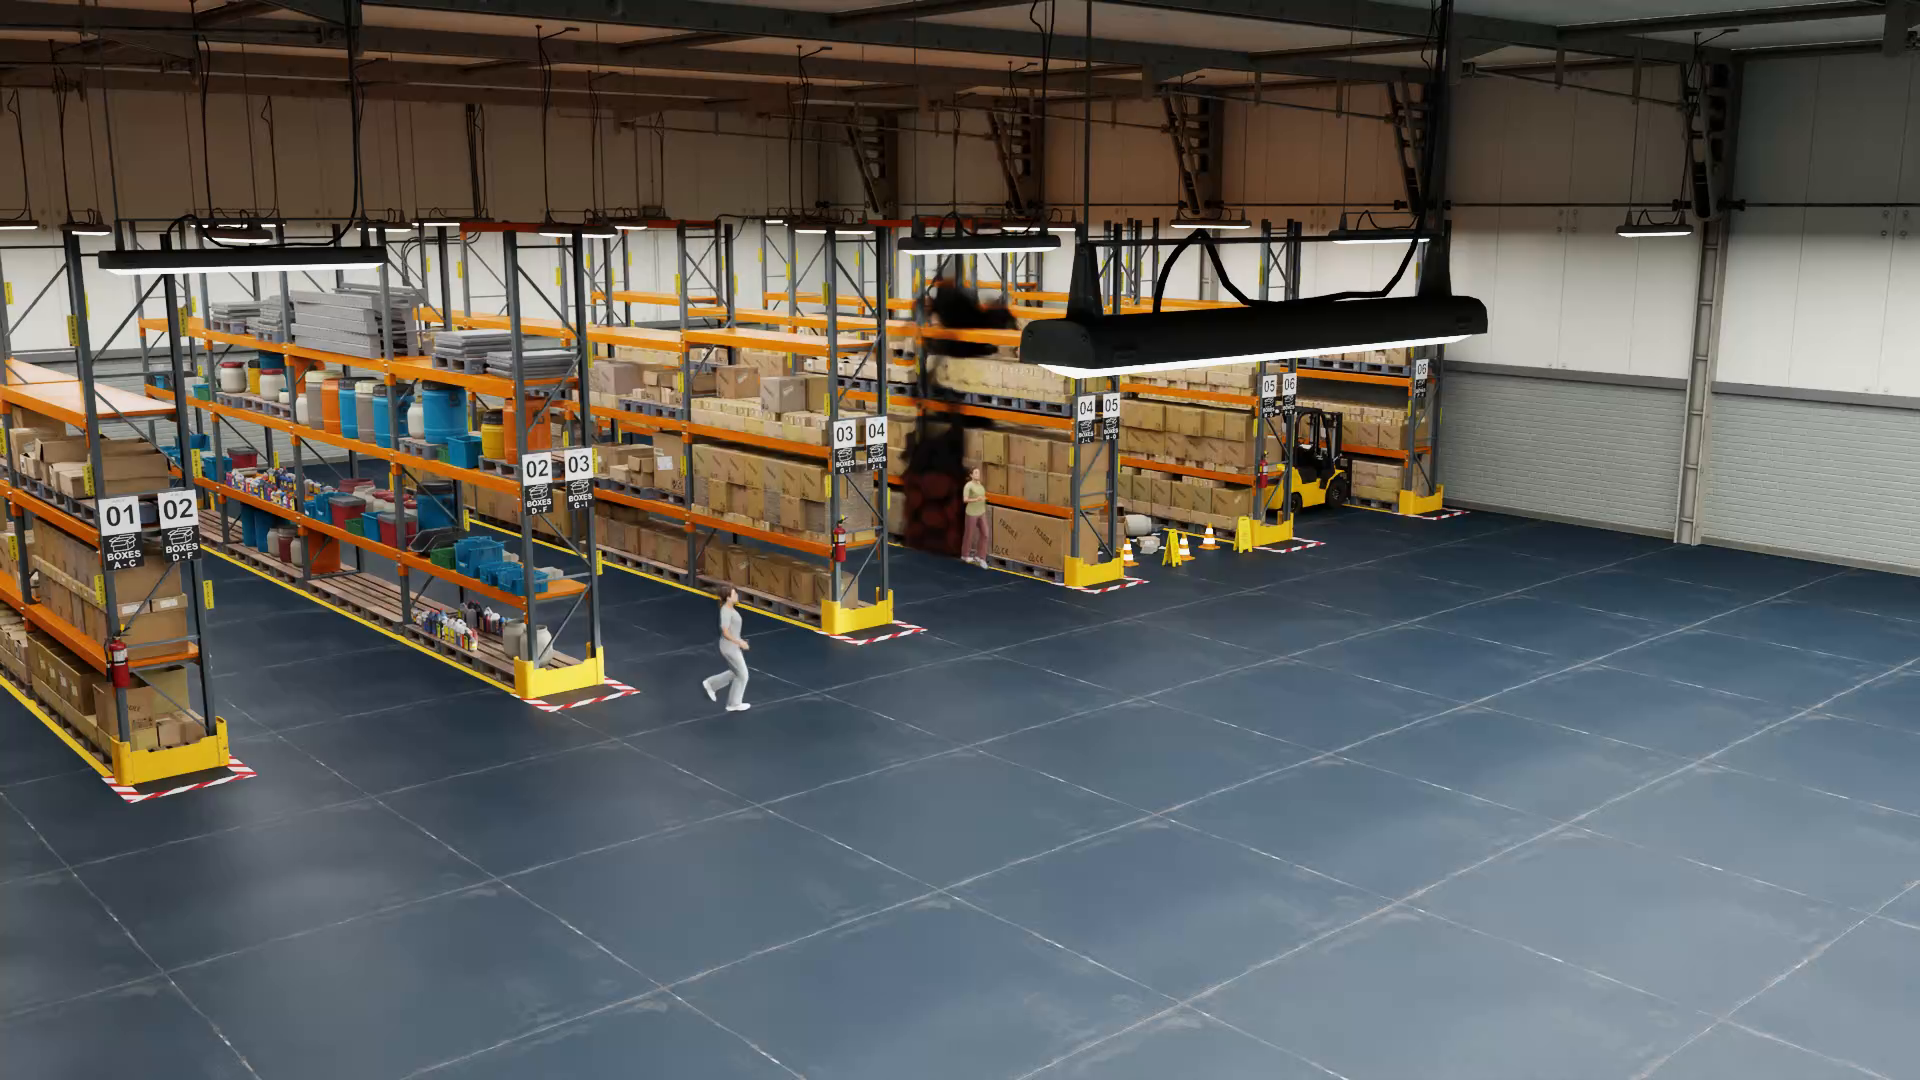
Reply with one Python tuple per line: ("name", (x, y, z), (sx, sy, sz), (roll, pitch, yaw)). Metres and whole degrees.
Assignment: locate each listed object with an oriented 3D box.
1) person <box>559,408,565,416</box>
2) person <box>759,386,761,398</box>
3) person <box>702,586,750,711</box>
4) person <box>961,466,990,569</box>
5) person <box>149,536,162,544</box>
("person", (-9.130, -2.227, 38.336), (0.785, 1.771, 0.971), (-8, 14, -33))
("person", (-5.321, -3.359, 44.469), (0.697, 1.681, 0.647), (0, 11, 2))
("person", (-2.963, 1.370, 20.985), (0.601, 1.615, 0.609), (-2, 12, -8))
("person", (0.269, -0.384, 28.176), (0.558, 1.758, 0.652), (-10, 15, -41))
("person", (-13.187, 0.194, 27.045), (0.556, 1.529, 0.549), (8, 14, 35))
